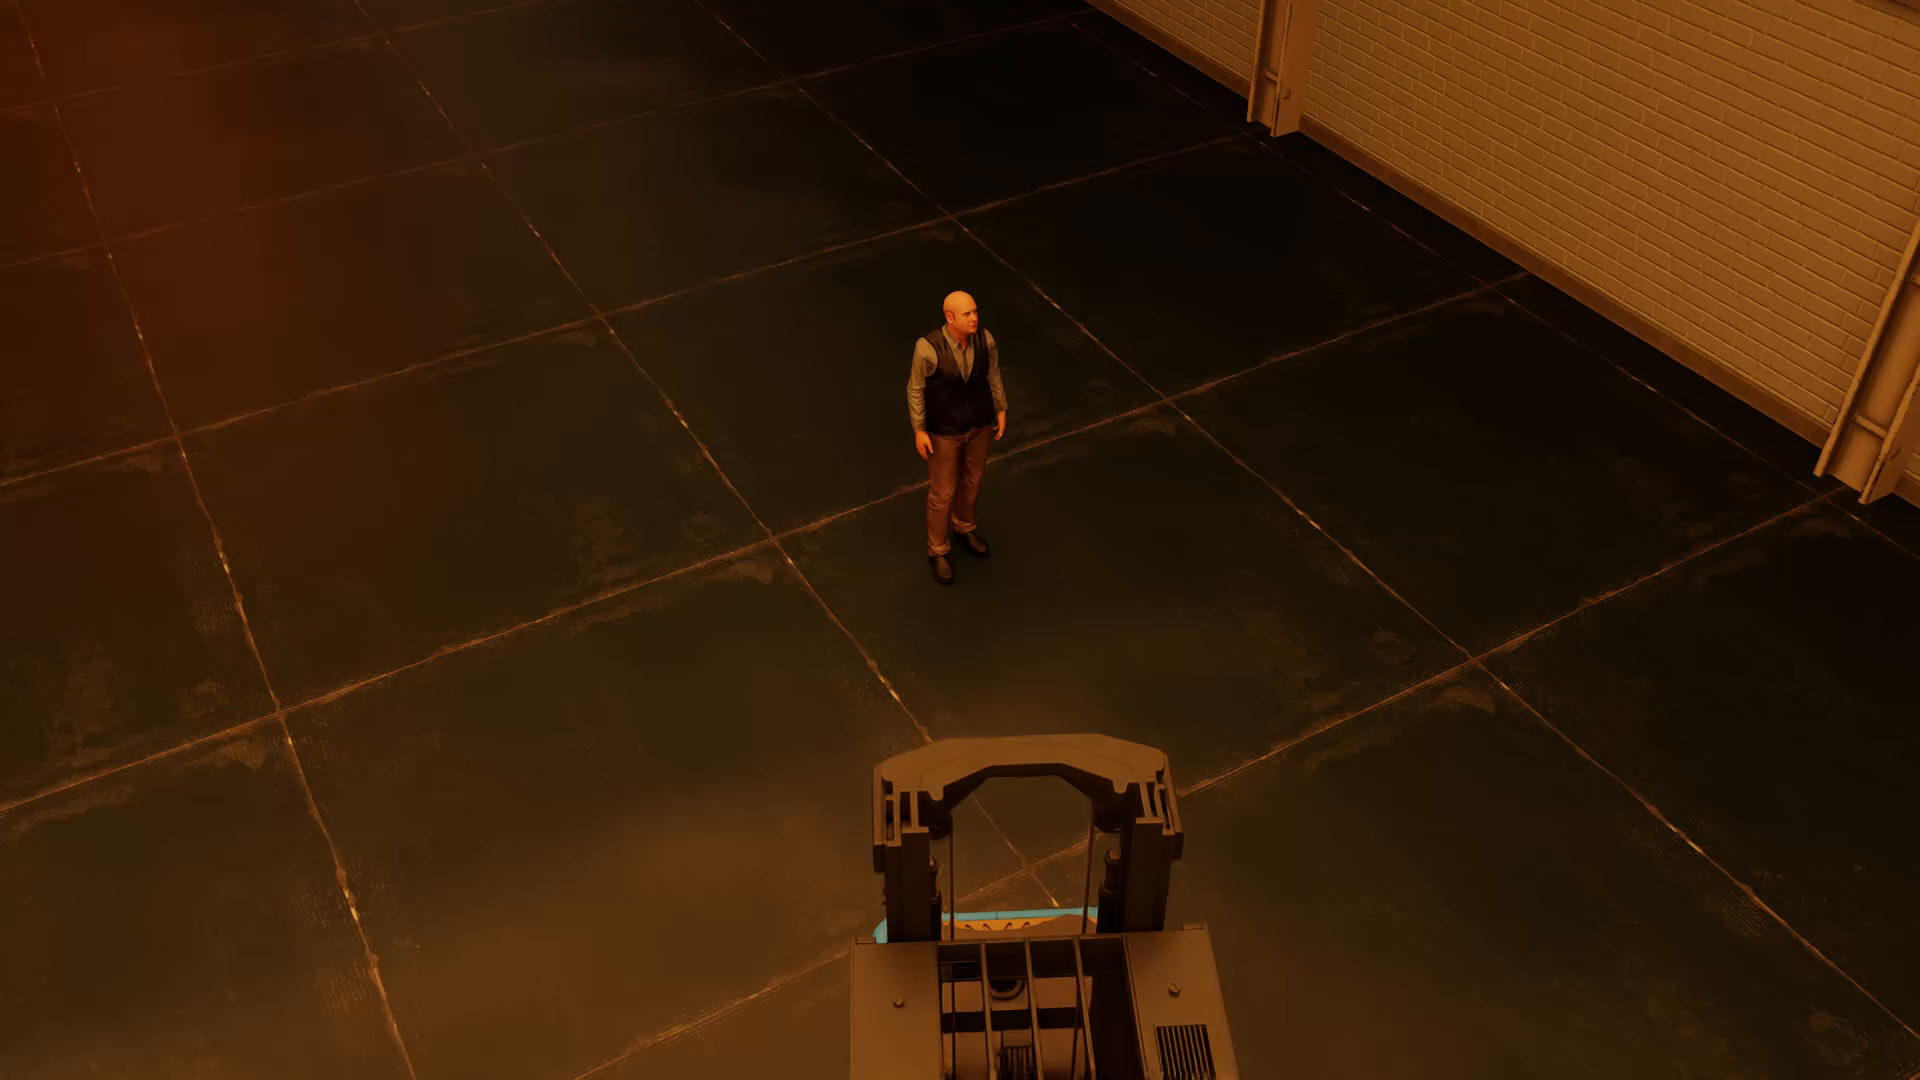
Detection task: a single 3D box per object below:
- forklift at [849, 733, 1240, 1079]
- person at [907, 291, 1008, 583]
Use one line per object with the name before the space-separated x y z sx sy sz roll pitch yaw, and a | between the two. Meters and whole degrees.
forklift | 0.226 2.162 5.430 1.130 2.935 3.031 -2 40 -2
person | 0.024 -0.631 9.733 0.632 1.720 0.568 -20 44 -23
